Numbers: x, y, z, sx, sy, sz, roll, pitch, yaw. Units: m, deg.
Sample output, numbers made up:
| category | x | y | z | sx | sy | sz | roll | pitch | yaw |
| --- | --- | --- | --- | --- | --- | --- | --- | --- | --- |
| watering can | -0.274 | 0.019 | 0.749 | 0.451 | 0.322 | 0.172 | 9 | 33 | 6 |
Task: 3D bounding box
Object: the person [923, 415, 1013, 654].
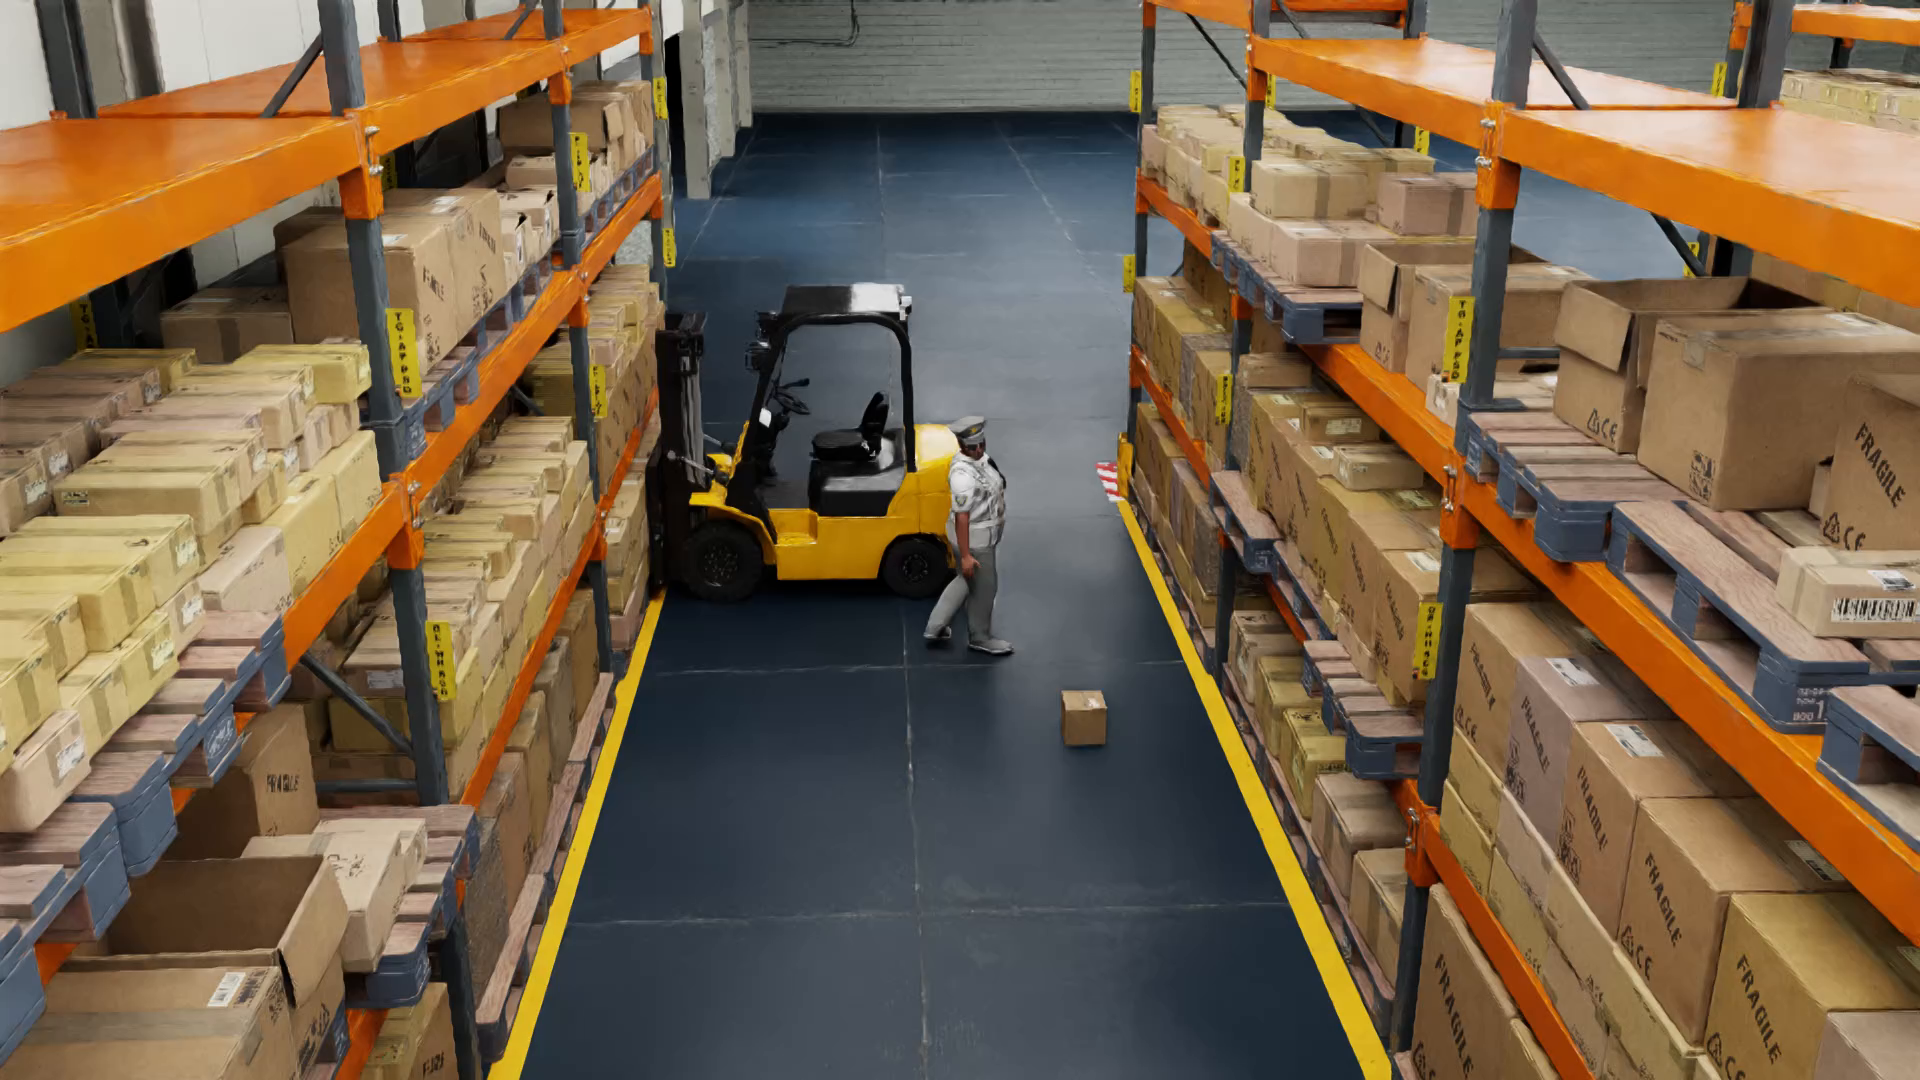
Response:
| category | x | y | z | sx | sy | sz | roll | pitch | yaw |
| --- | --- | --- | --- | --- | --- | --- | --- | --- | --- |
| person | 0.055 | -0.021 | 11.166 | 0.622 | 1.705 | 0.597 | 0 | 20 | -1 |
